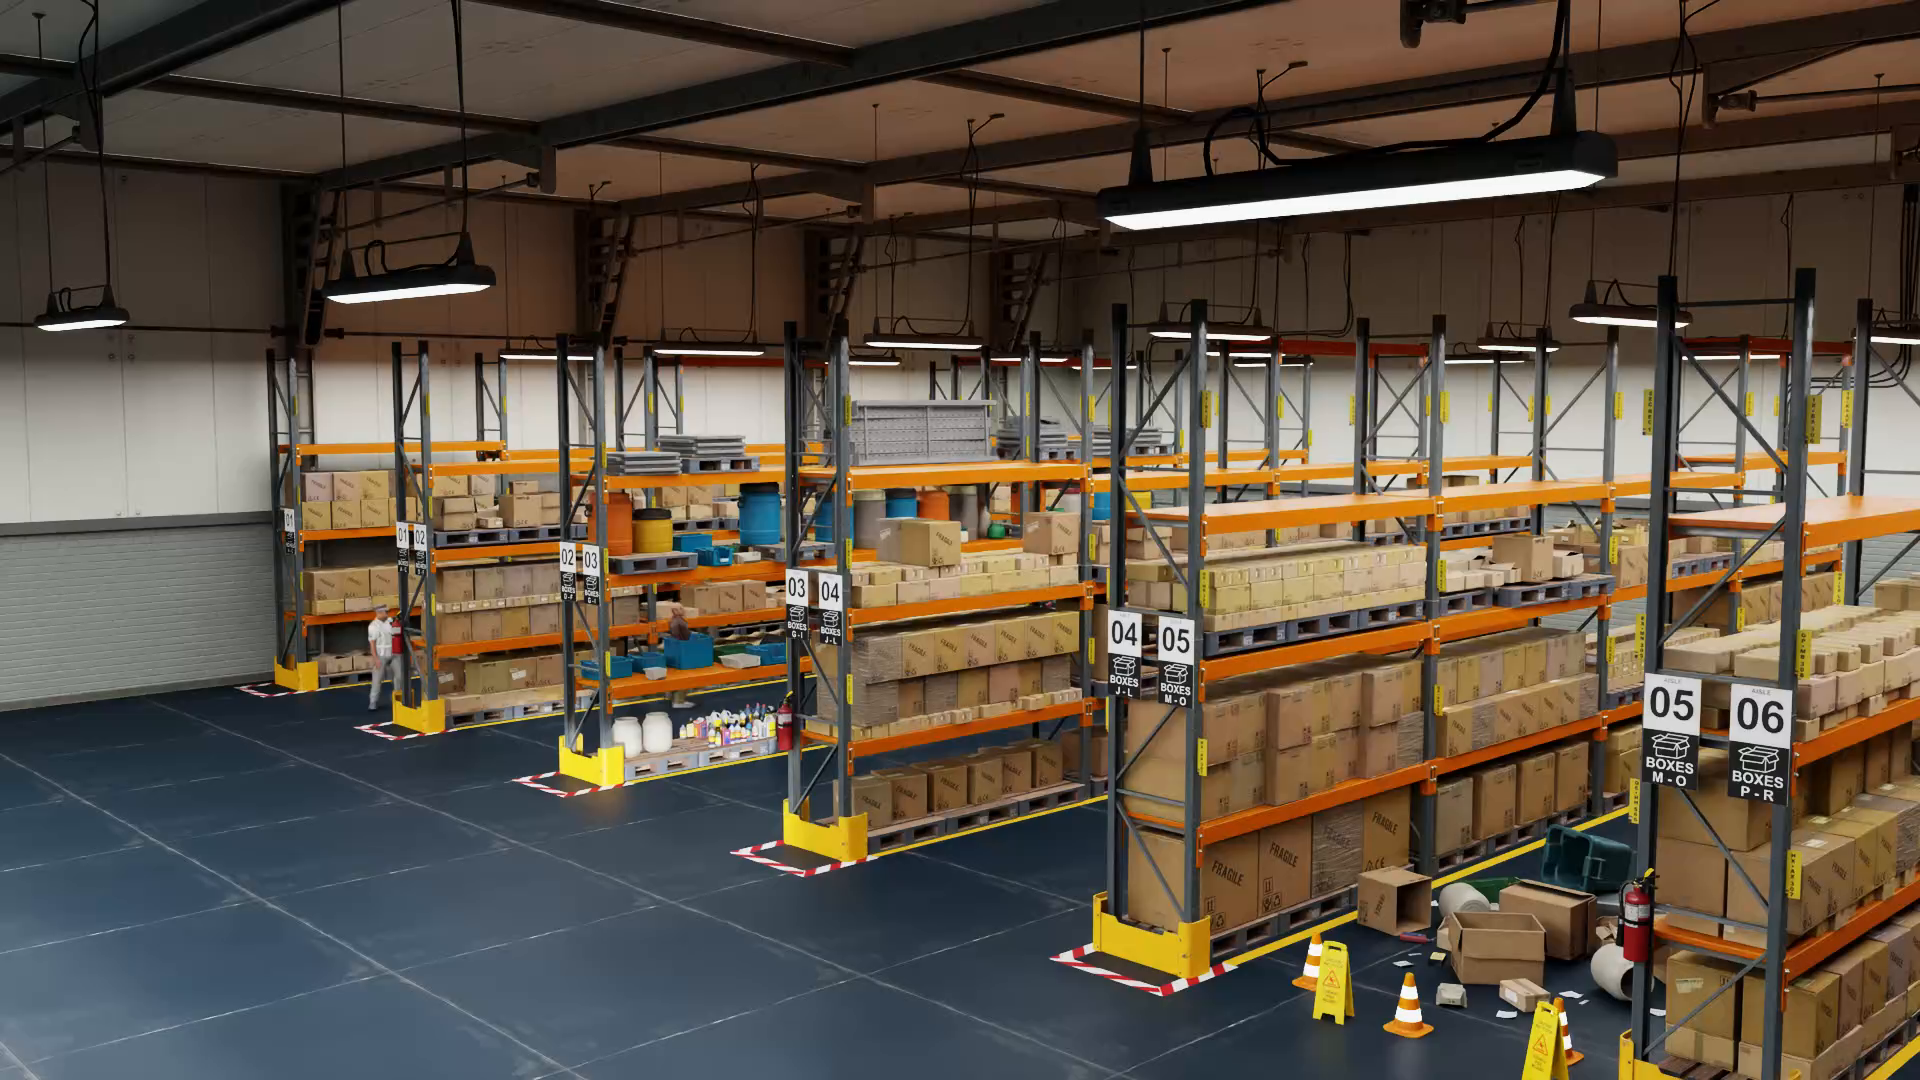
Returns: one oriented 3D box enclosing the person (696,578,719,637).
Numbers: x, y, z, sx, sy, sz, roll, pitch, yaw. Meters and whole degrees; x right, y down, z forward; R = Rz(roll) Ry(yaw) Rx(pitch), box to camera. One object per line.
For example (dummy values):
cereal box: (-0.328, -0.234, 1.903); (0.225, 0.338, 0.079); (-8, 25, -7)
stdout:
person: (-4.895, 1.540, 31.993); (0.537, 1.712, 0.682); (-1, 5, -8)

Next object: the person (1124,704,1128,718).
person: (2.402, 2.128, 24.947); (0.518, 1.788, 0.581); (1, 5, 8)

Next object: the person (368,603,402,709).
person: (-9.482, 1.934, 27.502); (0.456, 1.825, 0.676); (4, 7, 41)

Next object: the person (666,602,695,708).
person: (-4.583, 1.947, 27.320); (0.519, 1.702, 0.598); (-1, 5, -8)
